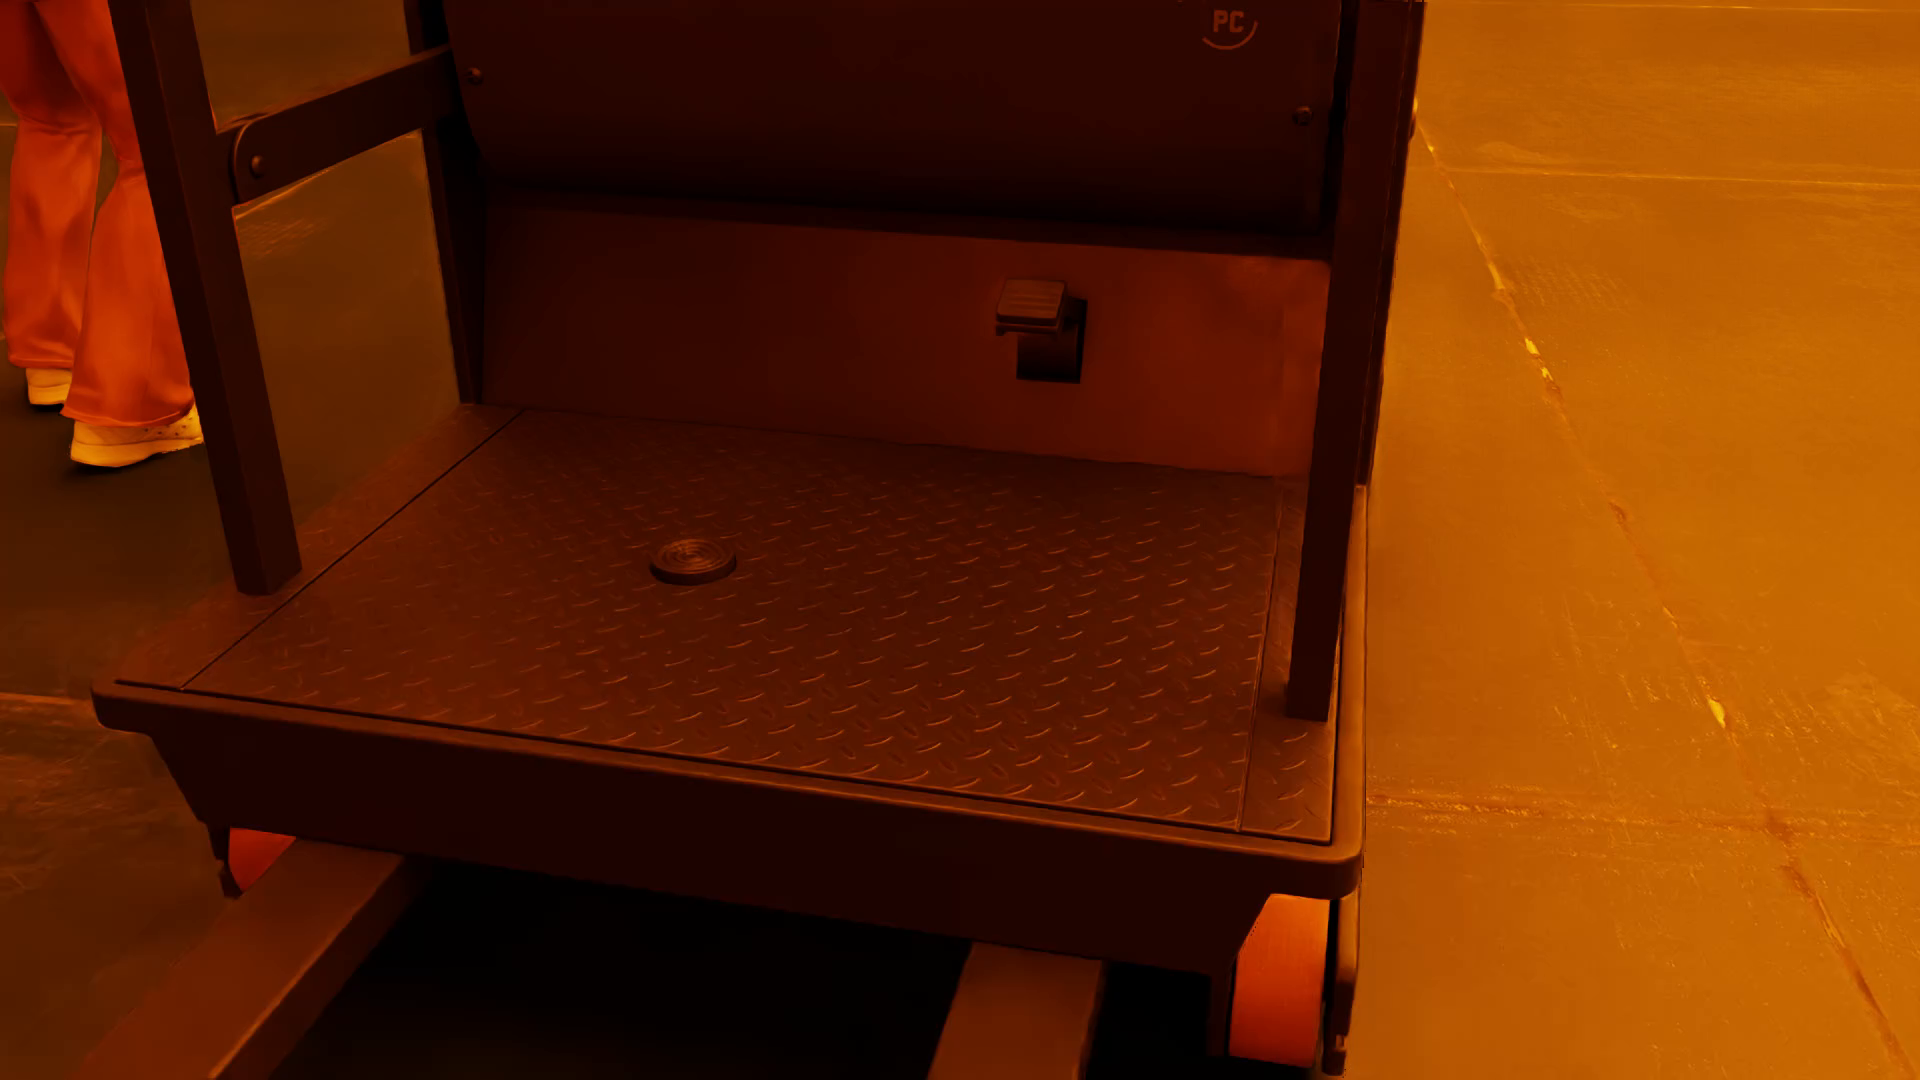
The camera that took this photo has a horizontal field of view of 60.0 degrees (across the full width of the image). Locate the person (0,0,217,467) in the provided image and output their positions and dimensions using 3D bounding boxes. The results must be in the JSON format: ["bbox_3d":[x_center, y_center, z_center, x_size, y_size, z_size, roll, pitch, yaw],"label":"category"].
[{"bbox_3d":[-1.447,-0.929,2.572,0.795,1.646,0.410,14,30,26],"label":"person"}]

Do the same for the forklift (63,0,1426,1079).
[{"bbox_3d":[-0.128,-1.014,1.250,1.130,2.935,3.031,6,27,12],"label":"forklift"}]
